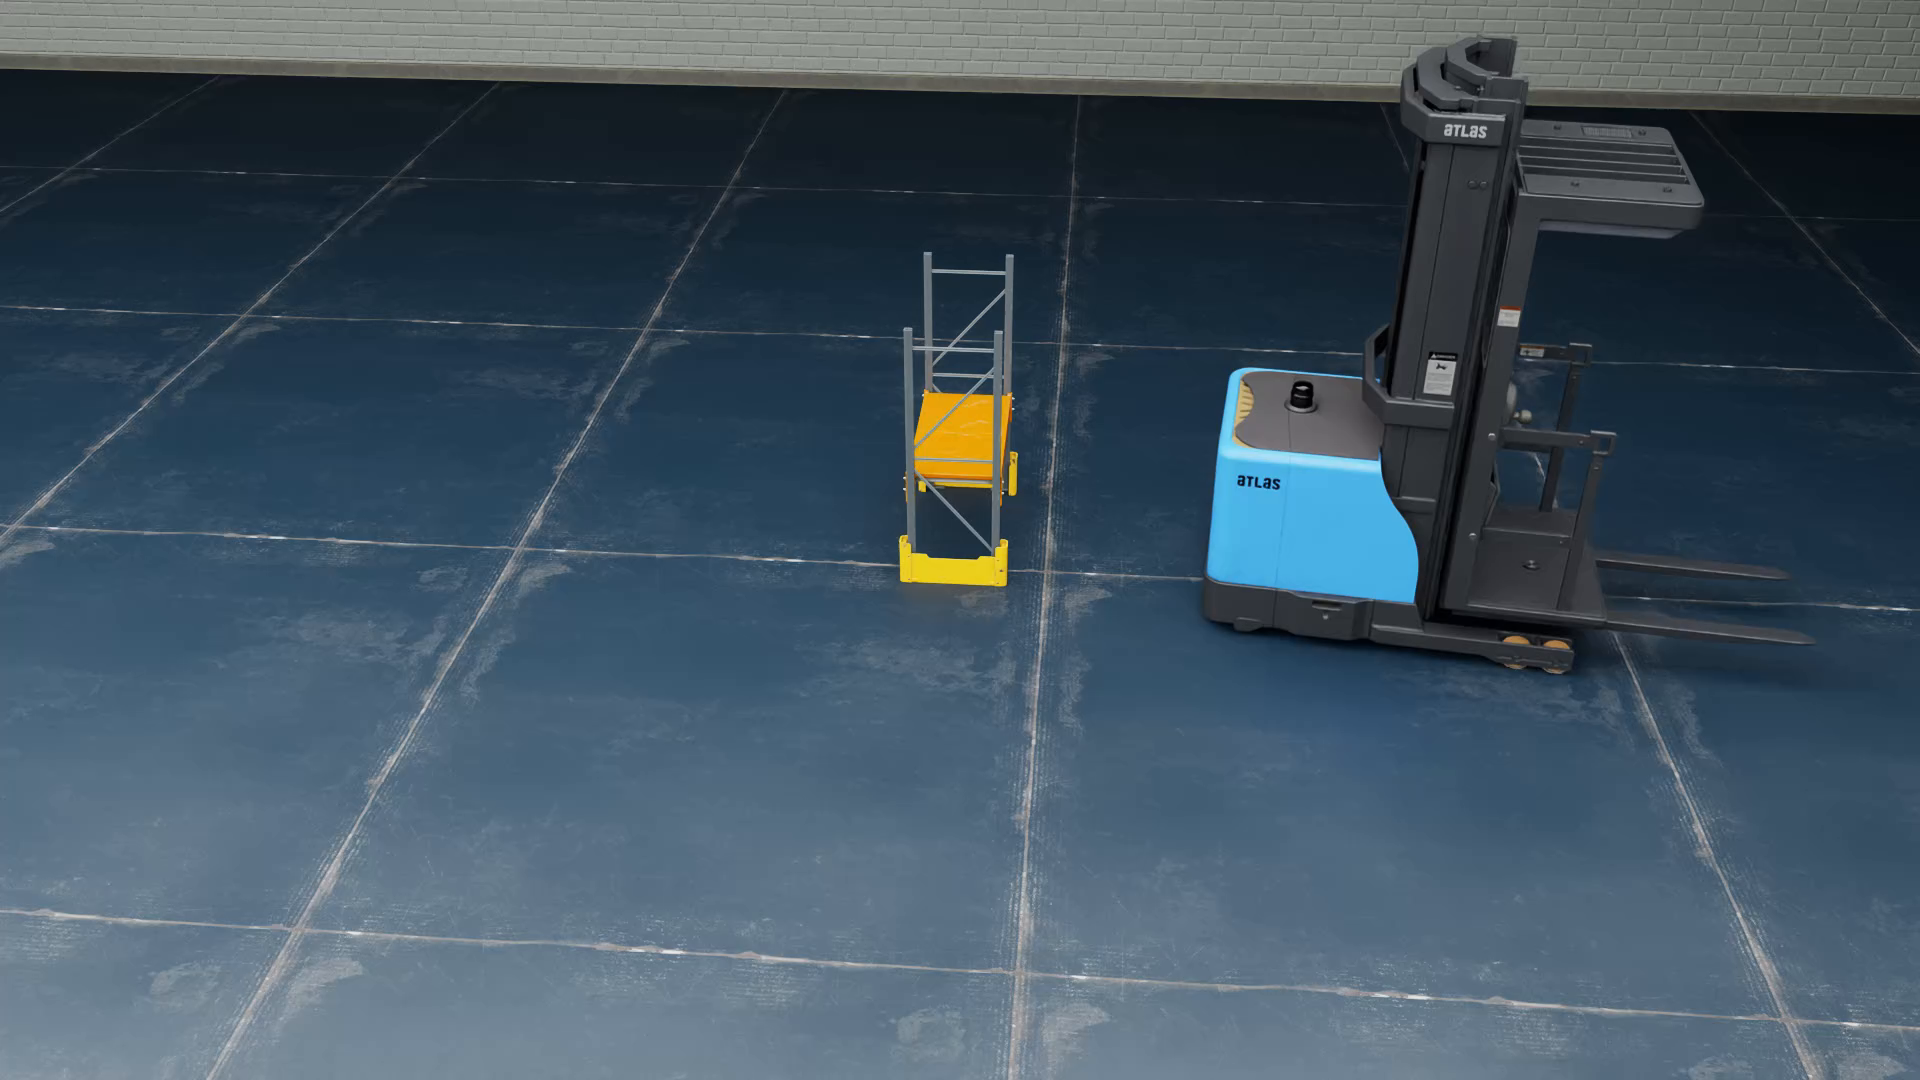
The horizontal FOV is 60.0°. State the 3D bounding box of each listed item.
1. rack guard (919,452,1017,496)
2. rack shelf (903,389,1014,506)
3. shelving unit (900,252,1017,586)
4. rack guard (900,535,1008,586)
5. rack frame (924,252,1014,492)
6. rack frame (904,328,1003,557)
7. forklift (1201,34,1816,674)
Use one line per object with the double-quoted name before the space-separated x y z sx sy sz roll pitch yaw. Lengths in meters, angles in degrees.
"rack guard" 0.047 -0.407 9.952 0.587 0.250 0.087 2 32 4
"rack shelf" 0.007 -0.530 9.304 0.538 0.185 1.000 2 32 4
"shelving unit" 0.006 -0.678 9.201 0.587 1.500 1.083 2 32 4
"rack guard" -0.034 0.114 9.107 0.587 0.250 0.087 2 32 4
"rack frame" 0.048 -0.949 9.641 0.500 1.500 0.032 2 32 4
"rack frame" -0.034 -0.417 8.778 0.500 1.500 0.032 2 32 4
"forklift" 2.844 -0.876 8.159 3.031 2.935 1.130 6 32 10
